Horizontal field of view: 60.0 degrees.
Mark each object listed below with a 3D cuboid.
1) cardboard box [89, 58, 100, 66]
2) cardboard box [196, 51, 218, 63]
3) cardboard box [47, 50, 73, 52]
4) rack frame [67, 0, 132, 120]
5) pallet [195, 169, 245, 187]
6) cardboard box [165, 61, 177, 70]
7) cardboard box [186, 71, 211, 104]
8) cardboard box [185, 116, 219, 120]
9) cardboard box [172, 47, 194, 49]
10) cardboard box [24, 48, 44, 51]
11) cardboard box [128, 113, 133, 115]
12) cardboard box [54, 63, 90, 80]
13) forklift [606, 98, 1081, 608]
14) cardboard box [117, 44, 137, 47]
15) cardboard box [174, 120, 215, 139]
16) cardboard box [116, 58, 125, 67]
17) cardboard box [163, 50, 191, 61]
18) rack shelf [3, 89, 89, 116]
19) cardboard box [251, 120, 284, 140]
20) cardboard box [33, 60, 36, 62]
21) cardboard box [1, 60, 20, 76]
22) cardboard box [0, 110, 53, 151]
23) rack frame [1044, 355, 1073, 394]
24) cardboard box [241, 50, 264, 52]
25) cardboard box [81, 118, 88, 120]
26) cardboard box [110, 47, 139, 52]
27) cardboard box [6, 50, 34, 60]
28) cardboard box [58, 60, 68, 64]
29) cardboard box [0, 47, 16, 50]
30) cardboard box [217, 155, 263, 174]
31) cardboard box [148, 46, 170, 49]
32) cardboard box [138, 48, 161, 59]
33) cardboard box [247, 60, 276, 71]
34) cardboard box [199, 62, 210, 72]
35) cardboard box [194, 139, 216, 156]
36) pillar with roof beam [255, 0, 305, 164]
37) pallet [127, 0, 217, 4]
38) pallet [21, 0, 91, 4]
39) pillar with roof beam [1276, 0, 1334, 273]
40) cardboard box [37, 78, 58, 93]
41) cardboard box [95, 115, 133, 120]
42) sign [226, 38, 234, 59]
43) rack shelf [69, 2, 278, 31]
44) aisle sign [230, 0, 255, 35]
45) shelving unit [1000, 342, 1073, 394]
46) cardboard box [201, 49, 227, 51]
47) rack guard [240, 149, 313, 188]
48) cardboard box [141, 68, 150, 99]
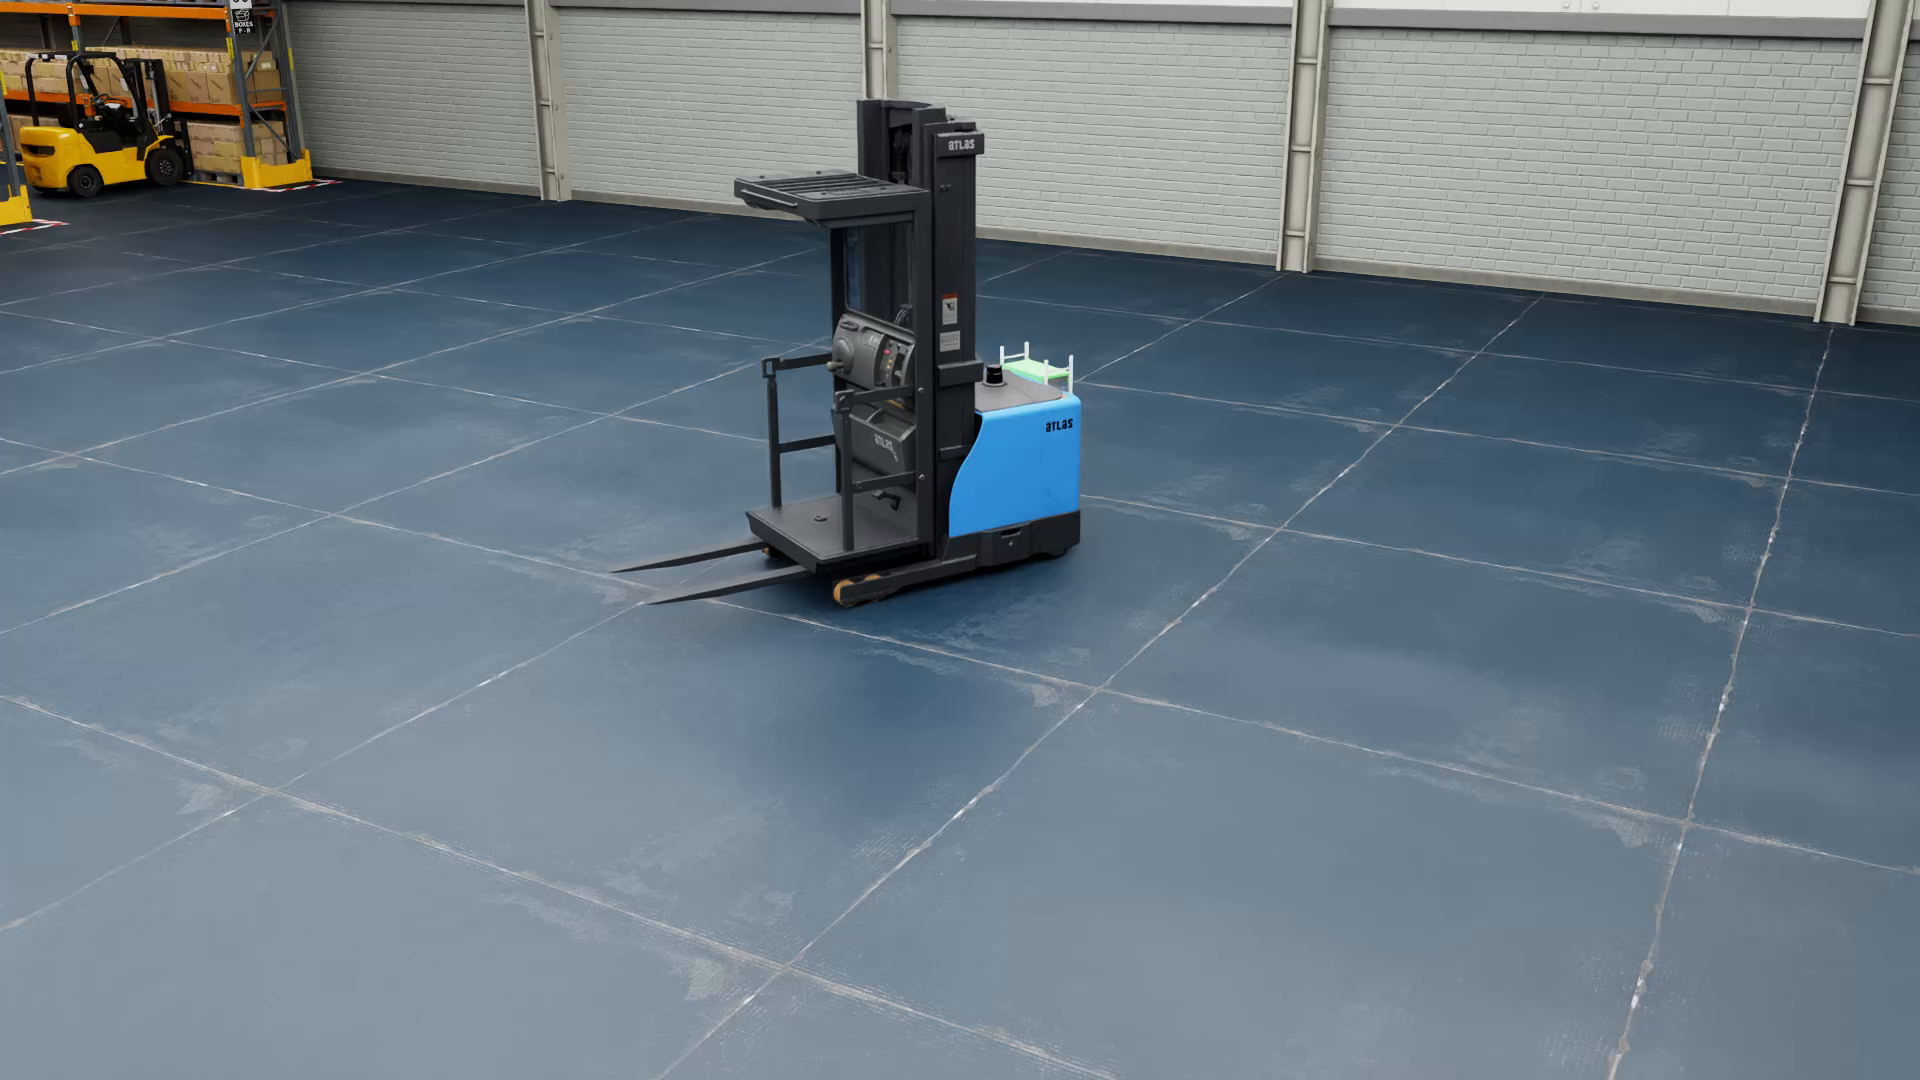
[{"bbox_3d":[-14.736,-8.255,28.626,0.250,0.149,0.380,10,22,26],"label":"cardboard box"},{"bbox_3d":[-12.282,-7.925,27.280,0.250,0.149,0.380,11,23,28],"label":"cardboard box"},{"bbox_3d":[-16.176,-8.736,29.953,0.250,0.149,0.380,11,22,27],"label":"cardboard box"},{"bbox_3d":[-14.886,-8.034,29.115,0.127,3.000,1.000,11,23,27],"label":"rack frame"},{"bbox_3d":[-12.082,-6.173,28.073,1.213,0.211,1.003,11,23,27],"label":"pallet"},{"bbox_3d":[-12.965,-7.901,27.651,0.250,0.149,0.380,11,23,28],"label":"cardboard box"},{"bbox_3d":[-12.400,-7.509,27.520,0.500,0.500,0.500,12,23,29],"label":"cardboard box"},{"bbox_3d":[-13.035,-7.136,28.589,0.500,0.250,0.500,10,22,26],"label":"cardboard box"},{"bbox_3d":[-13.152,-8.289,28.283,0.250,0.149,0.380,12,23,29],"label":"cardboard box"},{"bbox_3d":[-16.819,-8.883,30.357,0.250,0.149,0.380,10,22,26],"label":"cardboard box"},{"bbox_3d":[-14.362,-7.385,29.275,0.500,0.250,0.500,11,23,28],"label":"cardboard box"},{"bbox_3d":[-15.440,-8.204,29.071,0.500,0.250,0.500,10,22,26],"label":"cardboard box"},{"bbox_3d":[-0.718,-1.168,10.286,3.031,2.935,1.130,-12,23,-30],"label":"forklift"},{"bbox_3d":[-14.460,-8.563,29.039,0.250,0.149,0.380,11,23,27],"label":"cardboard box"},{"bbox_3d":[-12.842,-6.892,27.916,0.500,0.250,0.500,11,23,28],"label":"cardboard box"},{"bbox_3d":[-14.089,-8.114,28.238,0.250,0.149,0.380,11,23,28],"label":"cardboard box"},{"bbox_3d":[-12.973,-8.040,27.597,0.250,0.149,0.380,11,23,28],"label":"cardboard box"},{"bbox_3d":[-16.632,-8.029,30.155,4.000,0.370,1.077,11,23,27],"label":"rack shelf"},{"bbox_3d":[-11.721,-6.880,27.884,0.500,0.250,0.500,10,22,26],"label":"cardboard box"},{"bbox_3d":[-16.207,-8.537,29.404,0.250,0.149,0.380,10,22,26],"label":"cardboard box"},{"bbox_3d":[-16.767,-8.464,29.787,0.500,0.250,0.500,11,23,28],"label":"cardboard box"},{"bbox_3d":[-17.266,-7.567,30.692,0.625,0.625,0.875,12,23,29],"label":"cardboard box"},{"bbox_3d":[0.668,-0.667,11.445,0.240,1.200,0.015,-14,24,-34],"label":"rack frame"},{"bbox_3d":[-11.785,-8.043,27.606,0.250,0.149,0.380,12,23,29],"label":"cardboard box"},{"bbox_3d":[-15.347,-7.199,29.679,0.625,0.625,0.875,12,23,30],"label":"cardboard box"},{"bbox_3d":[-14.253,-8.328,28.392,0.250,0.149,0.380,10,22,26],"label":"cardboard box"},{"bbox_3d":[-16.838,-8.685,29.811,0.250,0.149,0.380,11,23,27],"label":"cardboard box"},{"bbox_3d":[-15.527,-8.415,29.065,0.250,0.149,0.380,10,22,27],"label":"cardboard box"},{"bbox_3d":[-17.516,-8.986,30.641,0.250,0.149,0.380,11,23,27],"label":"cardboard box"},{"bbox_3d":[-11.958,-6.258,27.635,0.500,0.250,0.500,11,23,28],"label":"cardboard box"},{"bbox_3d":[-13.775,-8.446,28.716,0.250,0.149,0.380,10,22,26],"label":"cardboard box"},{"bbox_3d":[-13.589,-8.194,28.022,0.250,0.149,0.380,11,23,27],"label":"cardboard box"},{"bbox_3d":[-11.564,-7.855,27.522,0.250,0.149,0.380,10,22,26],"label":"cardboard box"},{"bbox_3d":[-12.268,-7.790,27.345,0.250,0.149,0.380,11,23,28],"label":"cardboard box"},{"bbox_3d":[-12.404,-6.583,27.799,0.500,0.250,0.500,11,22,27],"label":"cardboard box"},{"bbox_3d":[-13.662,-9.292,23.784,0.400,9.000,9.100,11,23,27],"label":"pillar with roof beam"},{"bbox_3d":[-13.068,-9.066,27.689,1.213,0.211,1.003,11,23,27],"label":"pallet"},{"bbox_3d":[-15.663,-9.497,29.030,1.217,0.209,0.805,10,22,25],"label":"pallet"},{"bbox_3d":[2.052,-6.298,15.532,0.400,9.000,9.100,11,23,27],"label":"pillar with roof beam"},{"bbox_3d":[-15.895,-8.052,29.383,0.500,0.250,0.500,11,22,27],"label":"cardboard box"},{"bbox_3d":[-14.617,-7.235,28.863,0.500,0.250,0.500,10,22,26],"label":"cardboard box"},{"bbox_3d":[-11.671,-7.866,26.605,0.005,0.325,0.100,11,23,27],"label":"sign"},{"bbox_3d":[-13.140,-8.774,27.810,4.000,0.370,1.077,11,23,27],"label":"rack shelf"},{"bbox_3d":[-11.480,-8.493,26.567,0.004,0.787,0.394,11,23,27],"label":"aisle sign"},{"bbox_3d":[0.524,-0.735,11.631,0.258,1.200,0.503,-14,24,-34],"label":"shelving unit"},{"bbox_3d":[-12.484,-8.156,27.915,0.250,0.149,0.380,12,23,29],"label":"cardboard box"},{"bbox_3d":[-11.373,-6.190,27.697,0.348,0.500,1.175,11,23,27],"label":"rack guard"},{"bbox_3d":[-13.721,-7.764,28.224,0.500,0.500,0.500,11,22,27],"label":"cardboard box"}]
